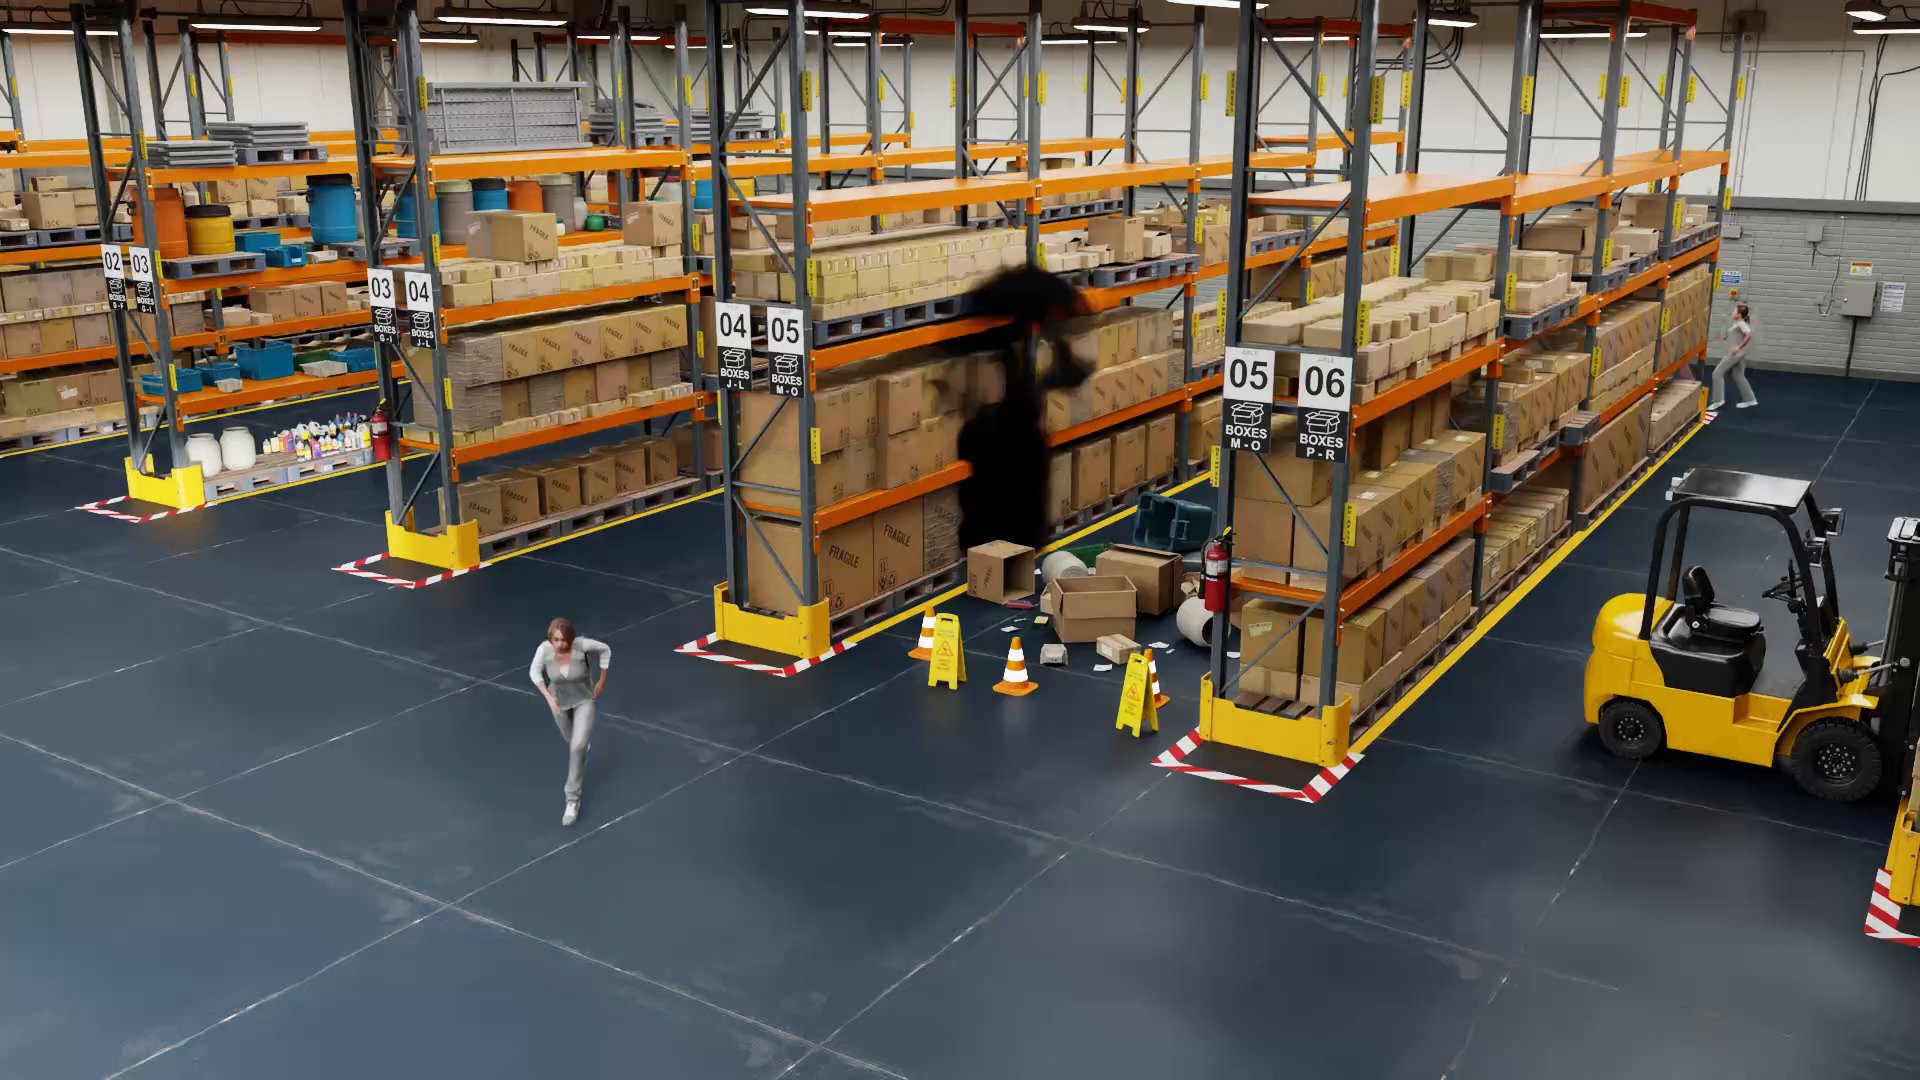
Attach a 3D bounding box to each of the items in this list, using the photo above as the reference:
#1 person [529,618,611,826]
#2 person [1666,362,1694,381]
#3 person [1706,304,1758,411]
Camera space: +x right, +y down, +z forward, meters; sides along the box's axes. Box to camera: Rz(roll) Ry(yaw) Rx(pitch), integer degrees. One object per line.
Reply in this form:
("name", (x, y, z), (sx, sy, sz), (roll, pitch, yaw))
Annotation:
("person", (-2.814, 1.201, 12.139), (0.576, 1.546, 0.920), (-2, 16, -8))
("person", (12.261, -3.447, 28.494), (0.735, 1.725, 0.545), (3, 16, 10))
("person", (12.361, -2.877, 26.464), (0.772, 1.727, 0.547), (11, 19, 34))
